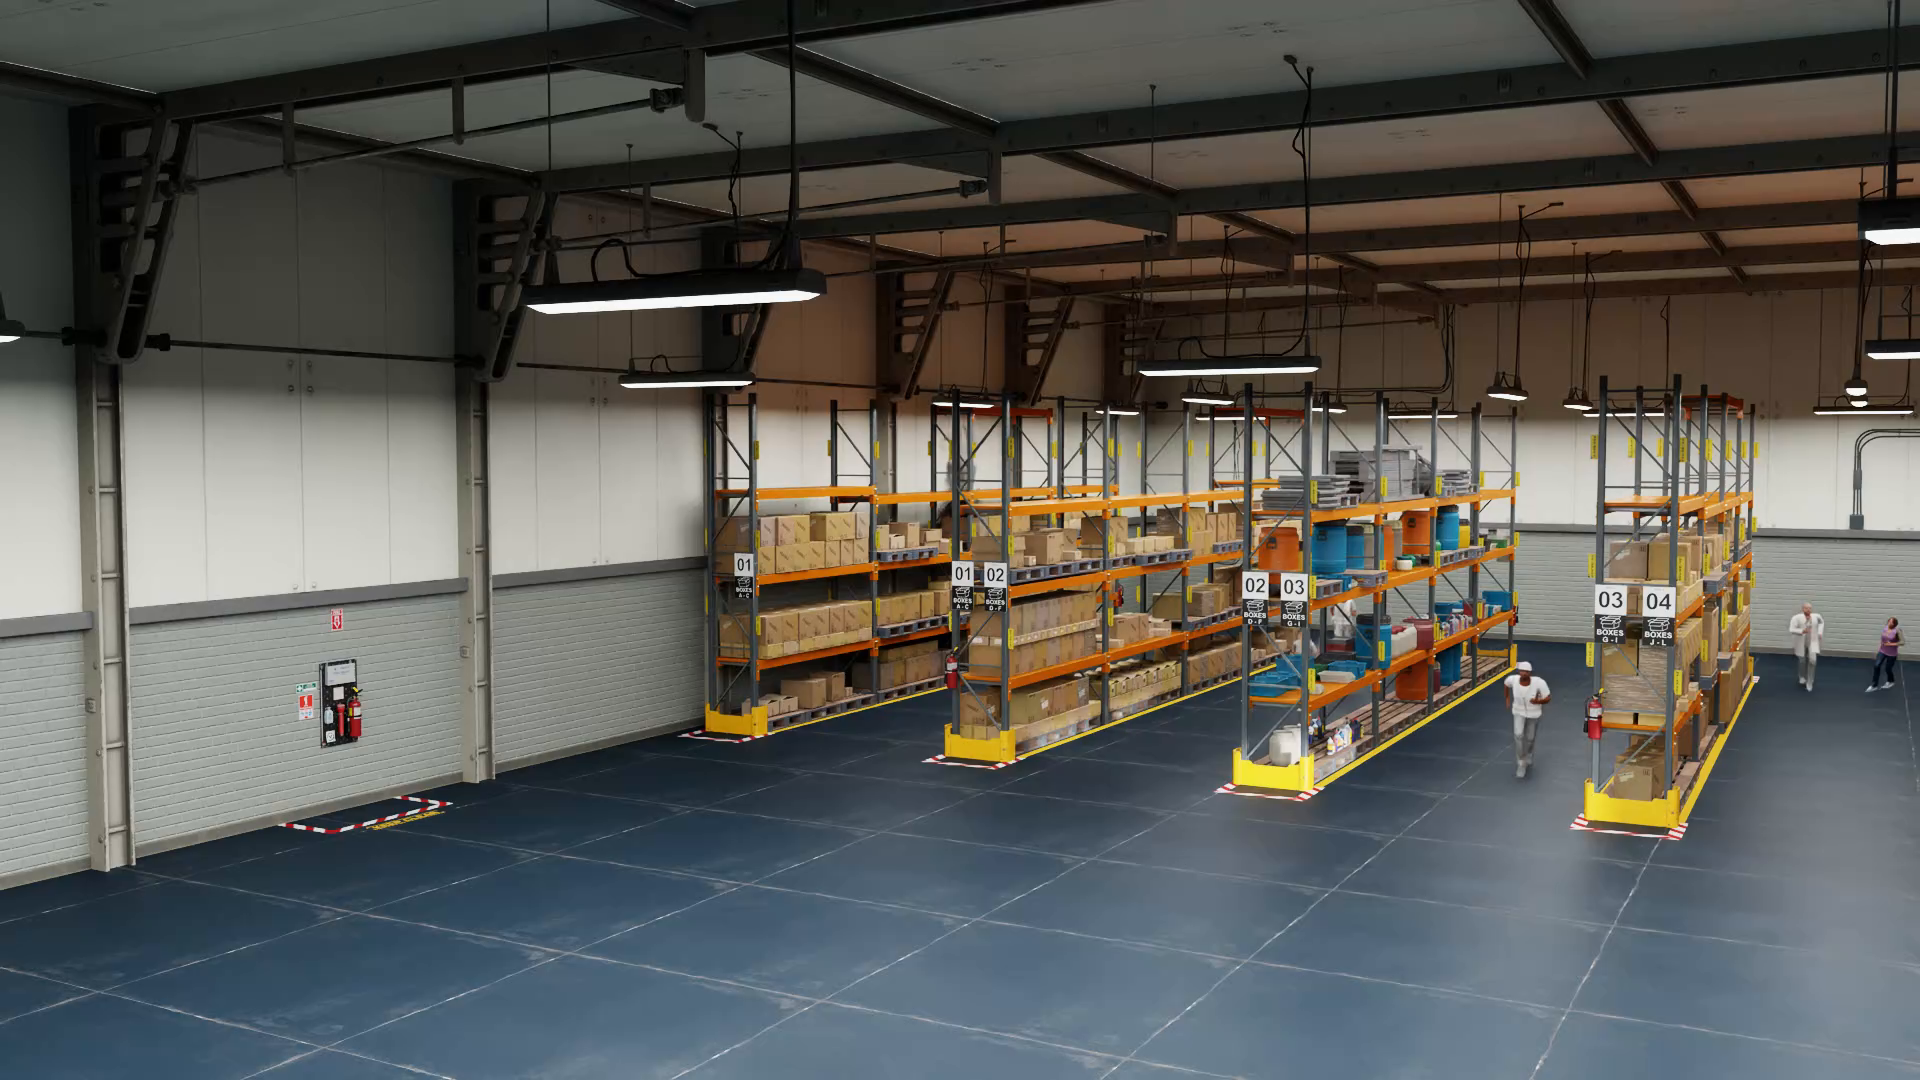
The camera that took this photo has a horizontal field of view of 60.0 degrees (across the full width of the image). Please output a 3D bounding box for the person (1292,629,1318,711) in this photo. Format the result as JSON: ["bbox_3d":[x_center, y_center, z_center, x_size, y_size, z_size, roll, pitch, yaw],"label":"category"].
[{"bbox_3d":[6.647,2.492,32.031,0.554,1.600,0.704,2,3,28],"label":"person"}]

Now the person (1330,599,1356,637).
[{"bbox_3d":[9.033,2.015,39.201,0.602,1.831,0.886,1,3,12],"label":"person"}]

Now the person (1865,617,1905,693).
[{"bbox_3d":[19.199,2.361,34.313,0.818,1.574,0.589,-2,4,-34],"label":"person"}]

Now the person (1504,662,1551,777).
[{"bbox_3d":[8.810,2.748,25.851,0.695,1.776,1.002,1,3,20],"label":"person"}]

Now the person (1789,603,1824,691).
[{"bbox_3d":[17.791,2.282,34.963,0.683,1.761,0.910,1,3,21],"label":"person"}]
